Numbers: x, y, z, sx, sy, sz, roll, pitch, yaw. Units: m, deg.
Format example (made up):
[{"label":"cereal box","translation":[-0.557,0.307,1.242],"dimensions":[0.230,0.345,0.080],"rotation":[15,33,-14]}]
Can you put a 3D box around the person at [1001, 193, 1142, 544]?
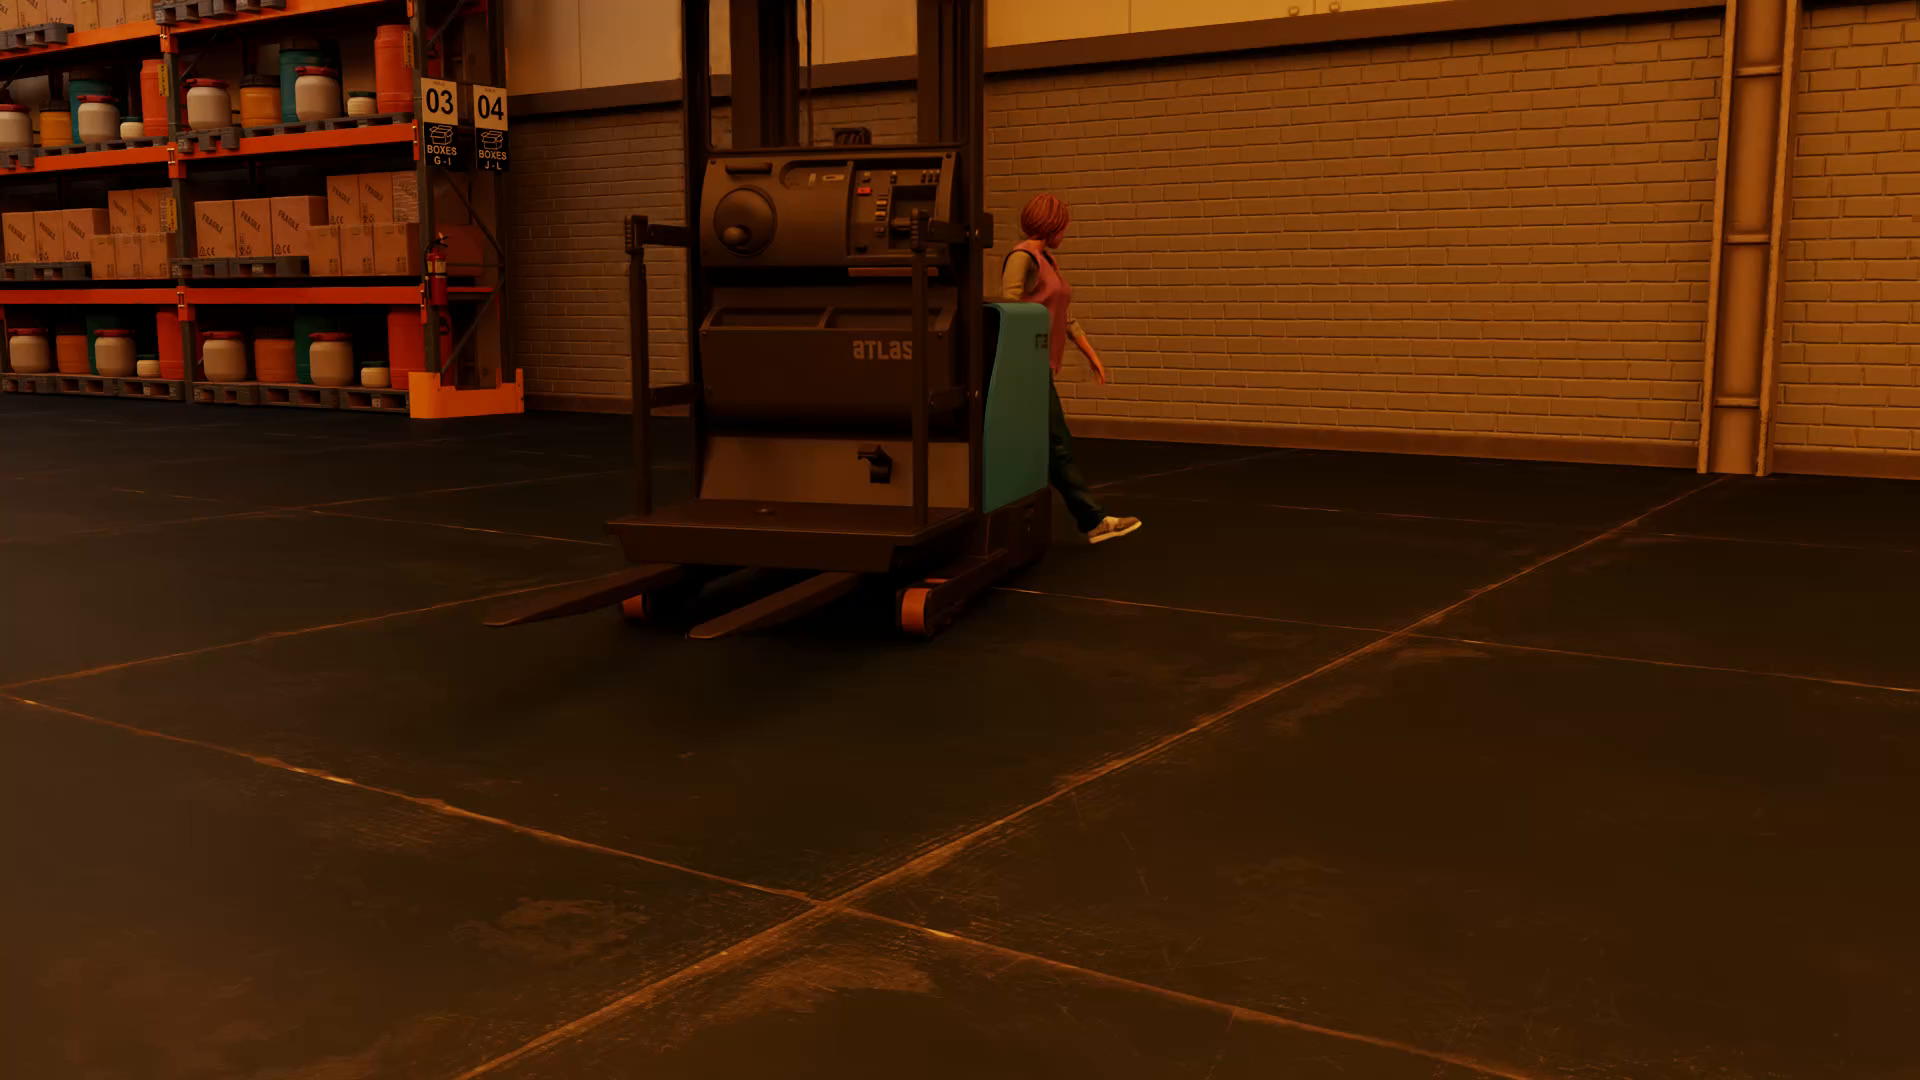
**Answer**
[{"label":"person","translation":[0.424,-0.737,7.290],"dimensions":[0.813,1.543,0.605],"rotation":[2,8,16]}]

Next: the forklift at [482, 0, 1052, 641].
[{"label":"forklift","translation":[-0.526,-1.197,5.610],"dimensions":[1.130,2.935,3.031],"rotation":[2,8,17]}]
